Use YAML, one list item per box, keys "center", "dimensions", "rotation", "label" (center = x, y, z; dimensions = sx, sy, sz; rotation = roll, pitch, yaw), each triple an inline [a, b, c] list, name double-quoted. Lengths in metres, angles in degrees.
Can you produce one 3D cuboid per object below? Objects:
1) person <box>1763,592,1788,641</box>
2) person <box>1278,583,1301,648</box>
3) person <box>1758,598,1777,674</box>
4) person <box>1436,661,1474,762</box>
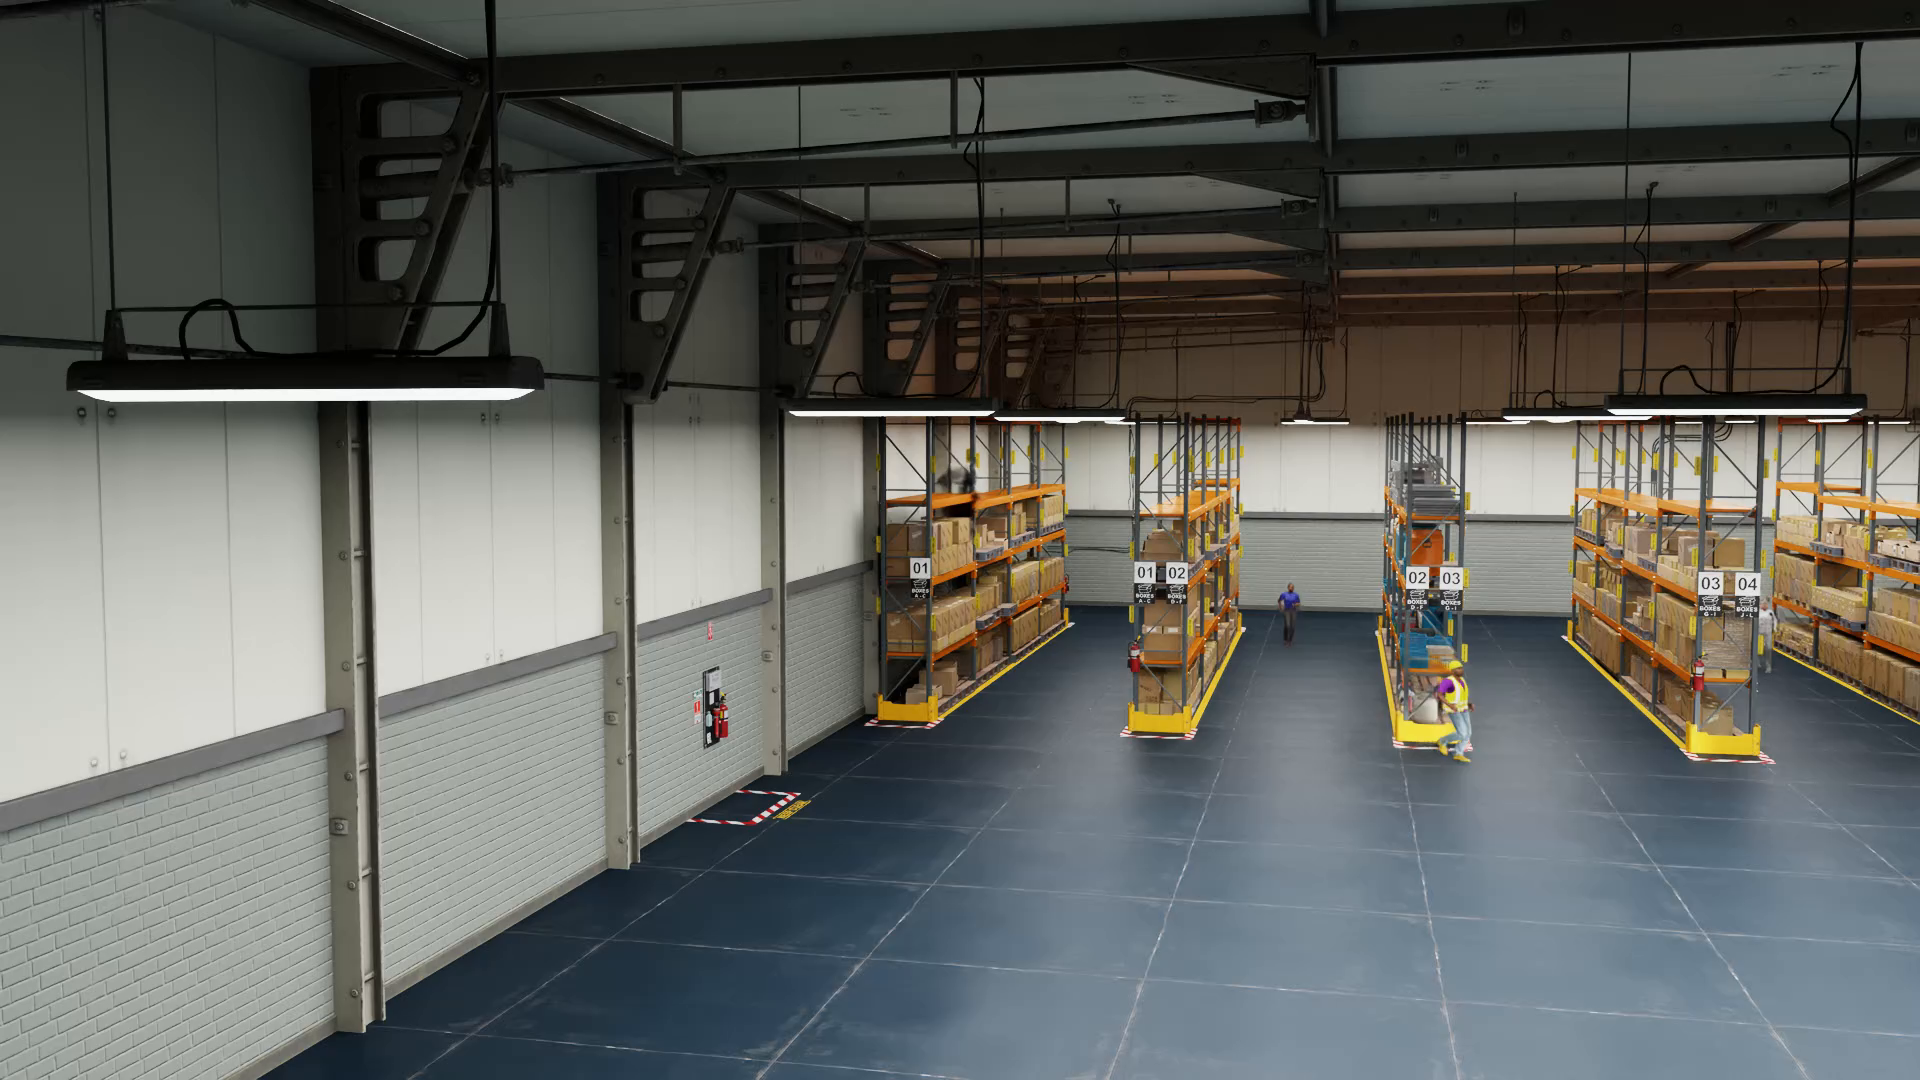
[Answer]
- center: [21.979, 1.902, 44.673]
  dimensions: [0.854, 1.611, 0.544]
  rotation: [-1, 4, -11]
  label: "person"
- center: [8.619, 1.967, 43.448]
  dimensions: [0.543, 1.701, 0.725]
  rotation: [0, 4, 1]
  label: "person"
- center: [18.908, 2.220, 39.107]
  dimensions: [0.591, 1.733, 0.833]
  rotation: [1, 4, 17]
  label: "person"
- center: [8.513, 2.935, 28.607]
  dimensions: [0.713, 1.730, 0.579]
  rotation: [-3, 5, -41]
  label: "person"
